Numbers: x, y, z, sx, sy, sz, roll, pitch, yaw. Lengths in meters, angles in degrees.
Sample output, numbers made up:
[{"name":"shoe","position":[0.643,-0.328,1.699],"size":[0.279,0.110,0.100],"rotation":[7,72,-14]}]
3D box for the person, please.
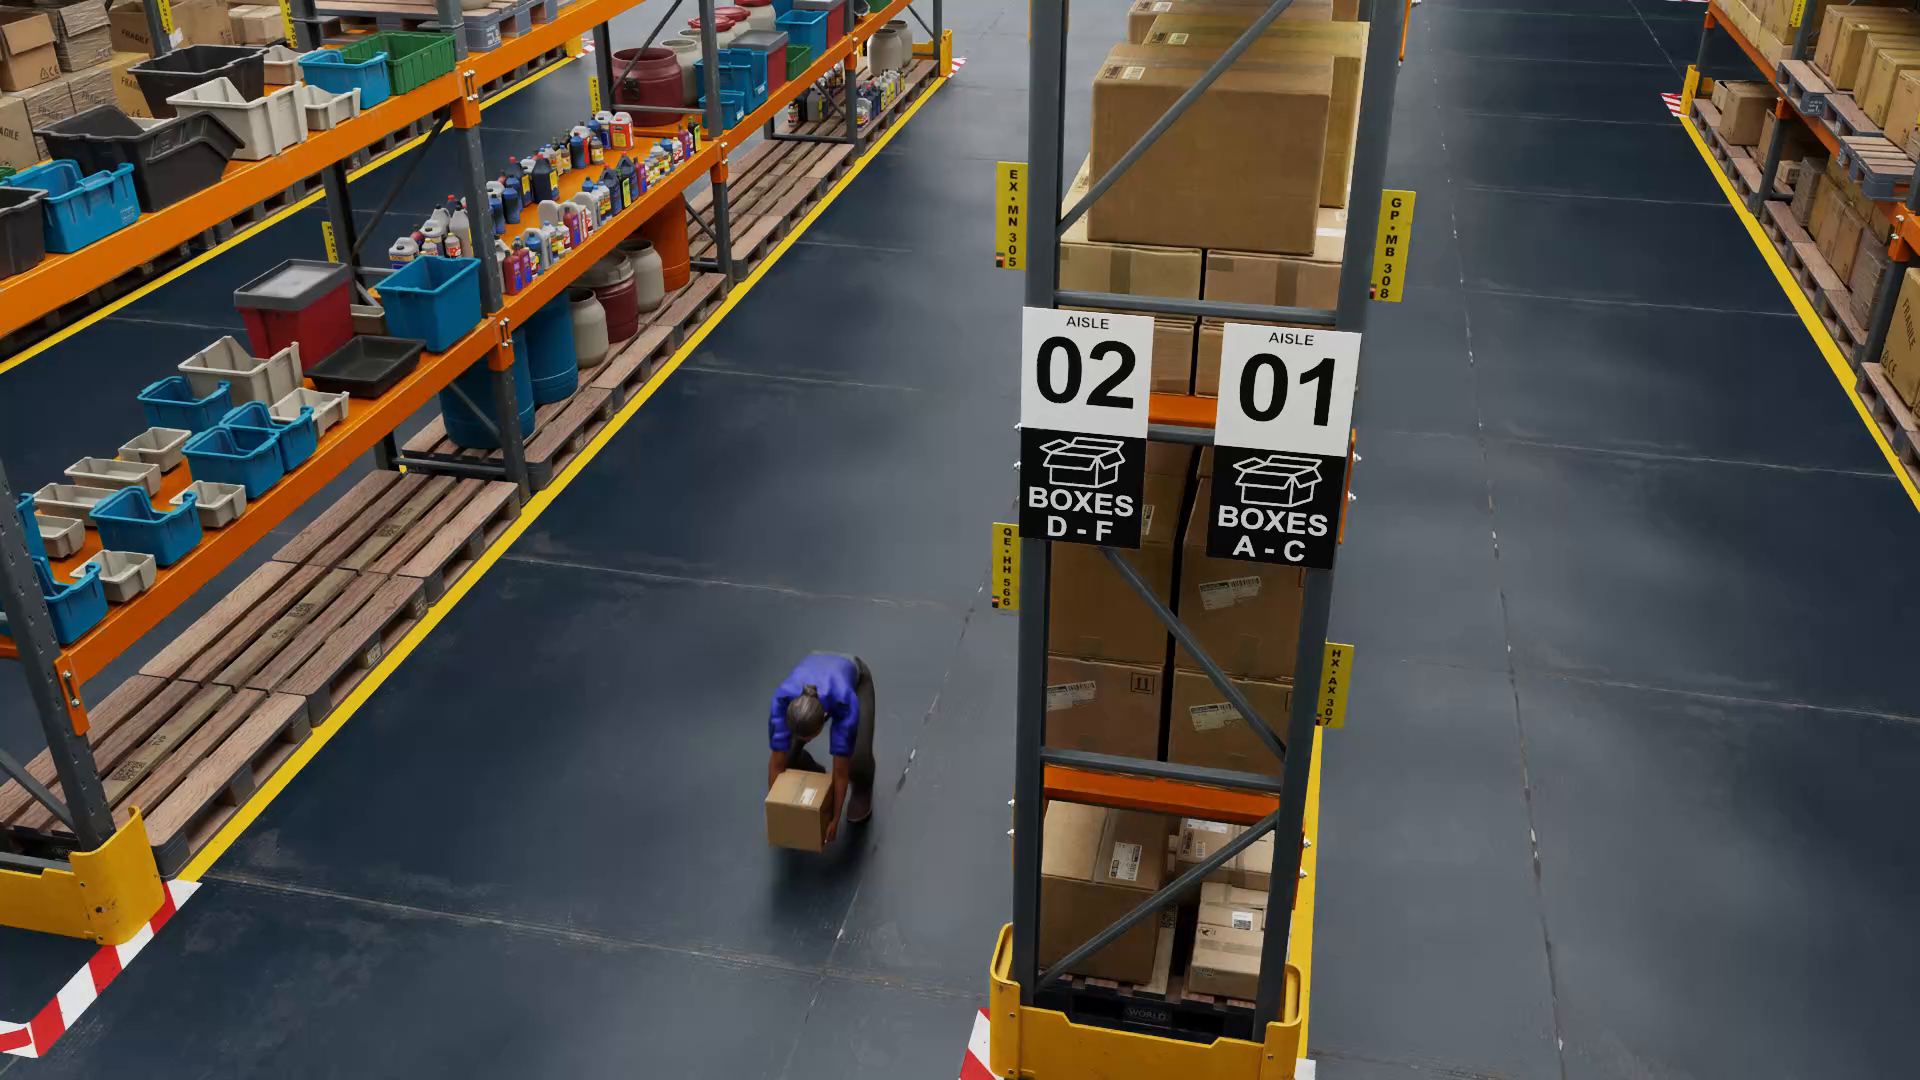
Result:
[{"name":"person","position":[-0.633,0.933,7.674],"size":[0.472,0.946,0.860],"rotation":[5,29,9]}]
